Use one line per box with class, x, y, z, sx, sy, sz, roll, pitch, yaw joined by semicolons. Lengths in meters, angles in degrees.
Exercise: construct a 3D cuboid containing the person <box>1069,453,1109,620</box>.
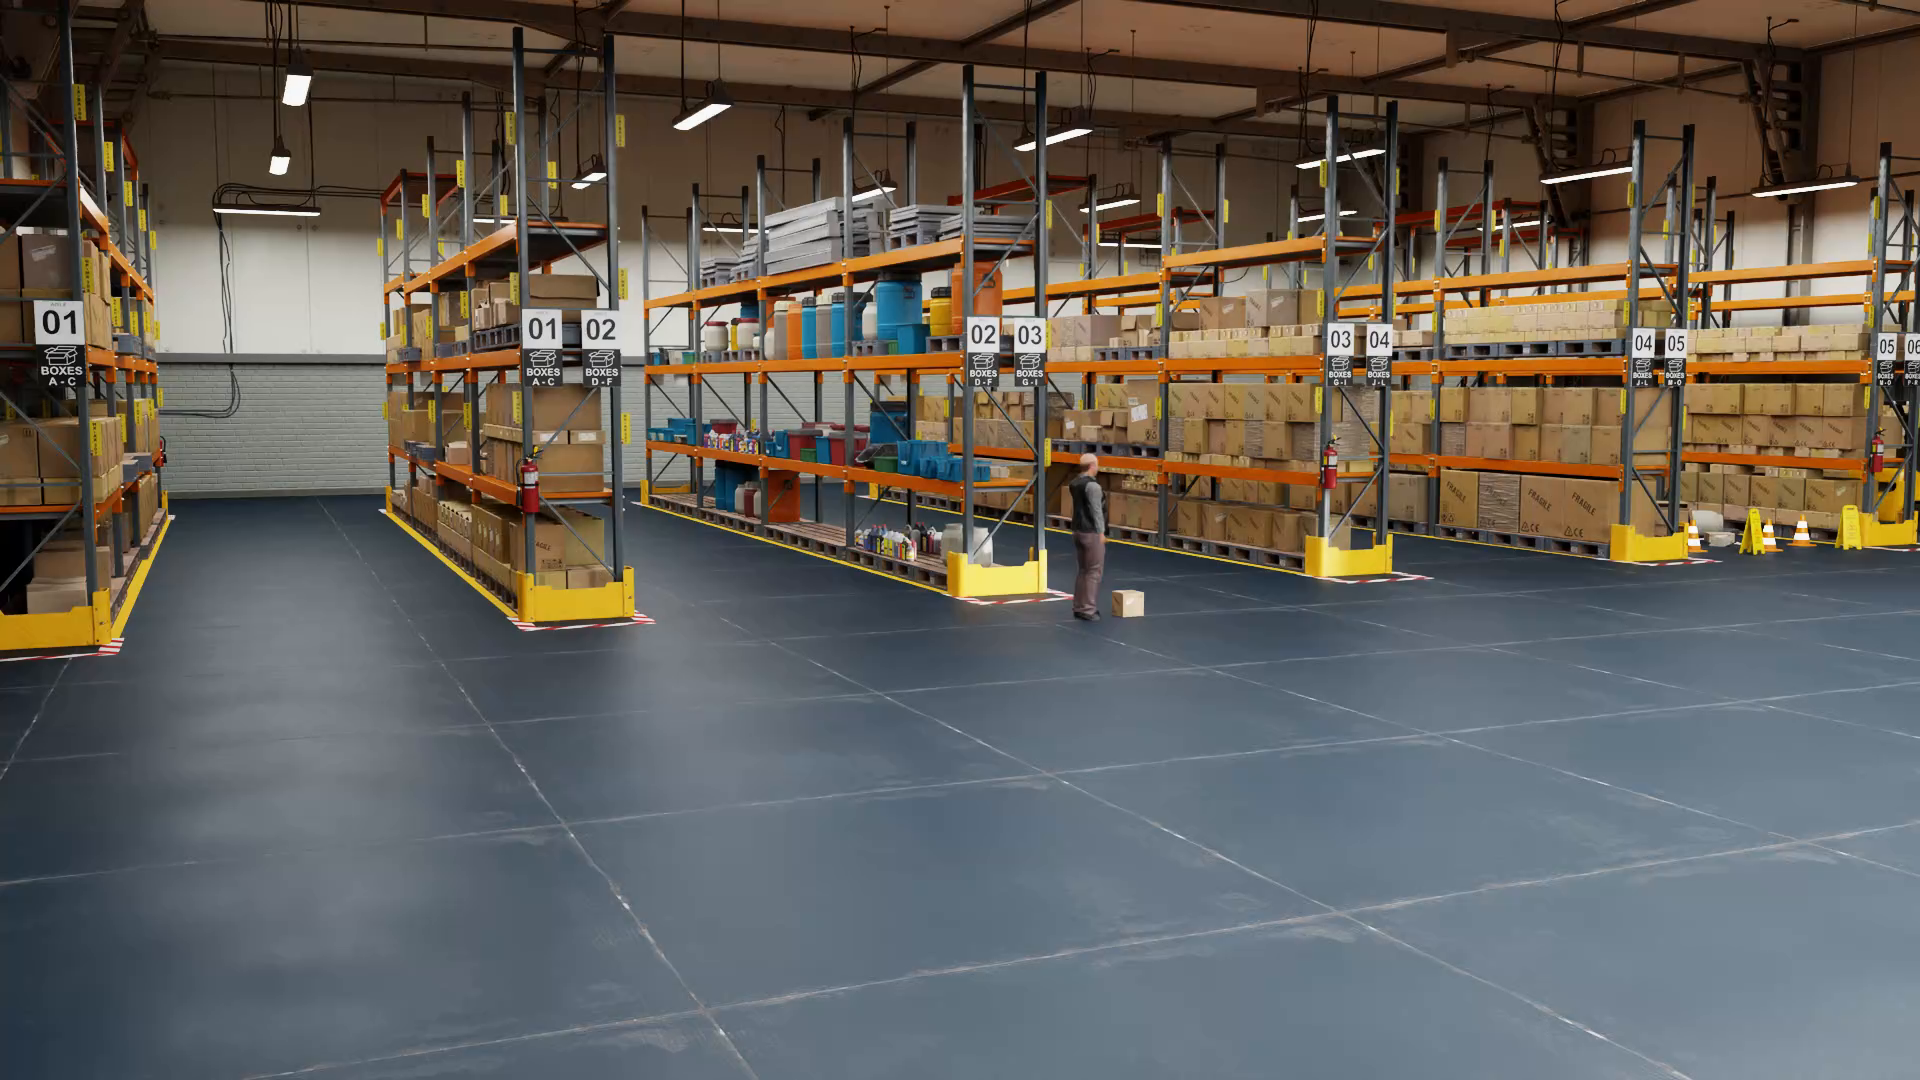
person;1.347;-0.019;17.357;0.357;1.770;0.533;-2;6;-23
